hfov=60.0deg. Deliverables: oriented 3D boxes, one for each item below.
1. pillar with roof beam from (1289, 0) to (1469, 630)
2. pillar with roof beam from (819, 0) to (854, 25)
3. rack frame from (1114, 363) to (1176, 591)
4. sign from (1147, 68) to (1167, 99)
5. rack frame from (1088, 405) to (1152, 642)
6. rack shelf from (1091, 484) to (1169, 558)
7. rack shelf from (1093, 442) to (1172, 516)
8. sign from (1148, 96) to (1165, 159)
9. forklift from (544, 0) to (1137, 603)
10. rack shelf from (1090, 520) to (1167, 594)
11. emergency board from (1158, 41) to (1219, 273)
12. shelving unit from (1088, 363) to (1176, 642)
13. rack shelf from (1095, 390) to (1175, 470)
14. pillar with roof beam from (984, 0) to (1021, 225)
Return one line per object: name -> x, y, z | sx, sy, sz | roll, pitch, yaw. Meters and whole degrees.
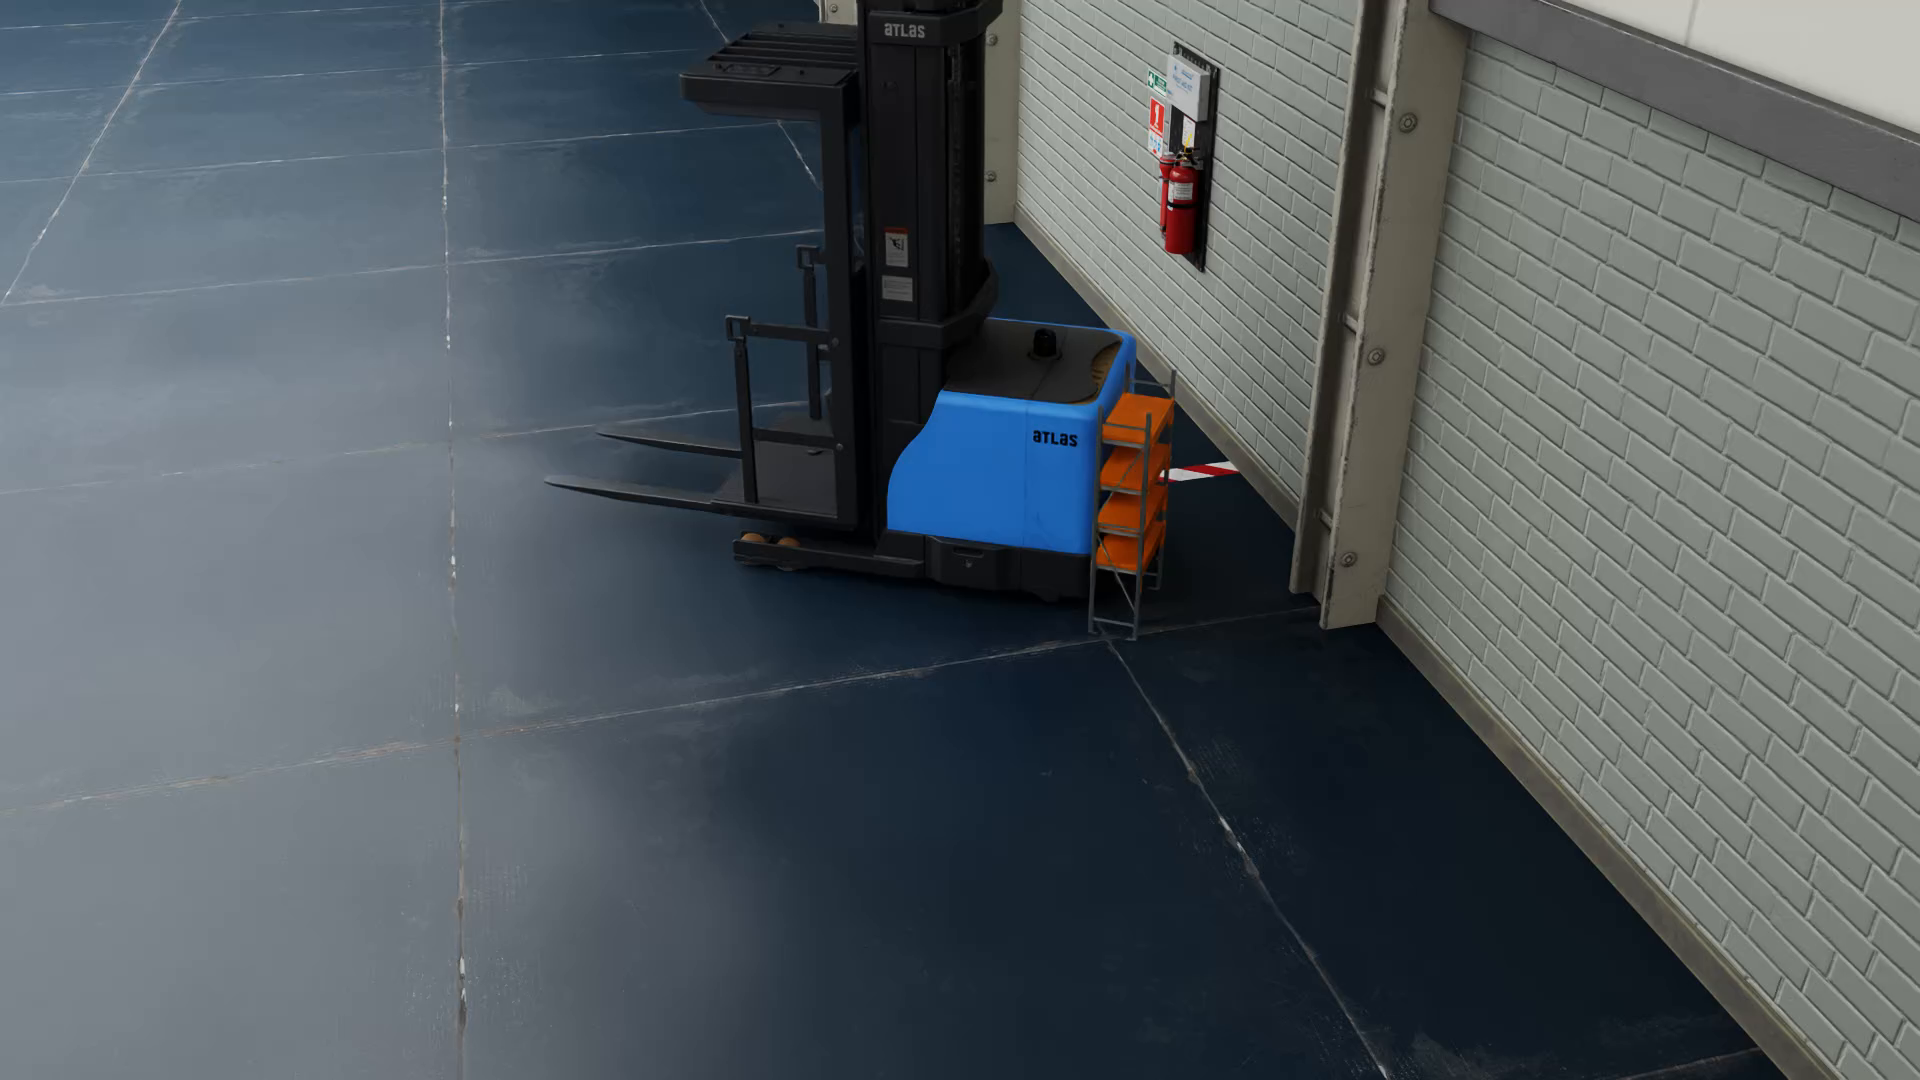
pillar with roof beam -> -2.304, -3.007, 4.961 | 9.100, 9.000, 0.400 | -8, 31, -13
pillar with roof beam -> -5.489, -8.802, 14.975 | 9.100, 9.000, 0.400 | -8, 31, -13
rack frame -> 0.890, -0.288, 8.049 | 0.240, 1.200, 0.015 | 10, 31, 16
sign -> 1.173, -2.703, 9.862 | 0.001, 0.109, 0.331 | -8, 31, -13
rack frame -> 0.730, -0.057, 7.650 | 0.240, 1.200, 0.015 | 10, 31, 16
rack shelf -> 0.810, -0.114, 7.884 | 0.258, 0.148, 0.480 | 10, 31, 16
rack shelf -> 0.810, -0.308, 7.772 | 0.258, 0.148, 0.480 | 10, 31, 16
sign -> 1.180, -2.477, 10.000 | 0.001, 0.329, 0.234 | -8, 31, -13
forklift -> -0.667, -1.357, 8.168 | 3.031, 2.935, 1.130 | 8, 31, 13
rack shelf -> 0.810, 0.058, 7.983 | 0.258, 0.148, 0.480 | 10, 31, 16
emergency board -> 1.228, -2.181, 9.524 | 0.194, 1.169, 0.643 | -8, 31, -13
shelving unit -> 0.810, -0.172, 7.850 | 0.258, 1.200, 0.503 | 10, 31, 16
rack shelf -> 0.810, -0.512, 7.653 | 0.258, 0.148, 0.480 | 10, 31, 16
pillar with roof beam -> -3.896, -5.904, 9.968 | 9.100, 9.000, 0.400 | -8, 31, -13
